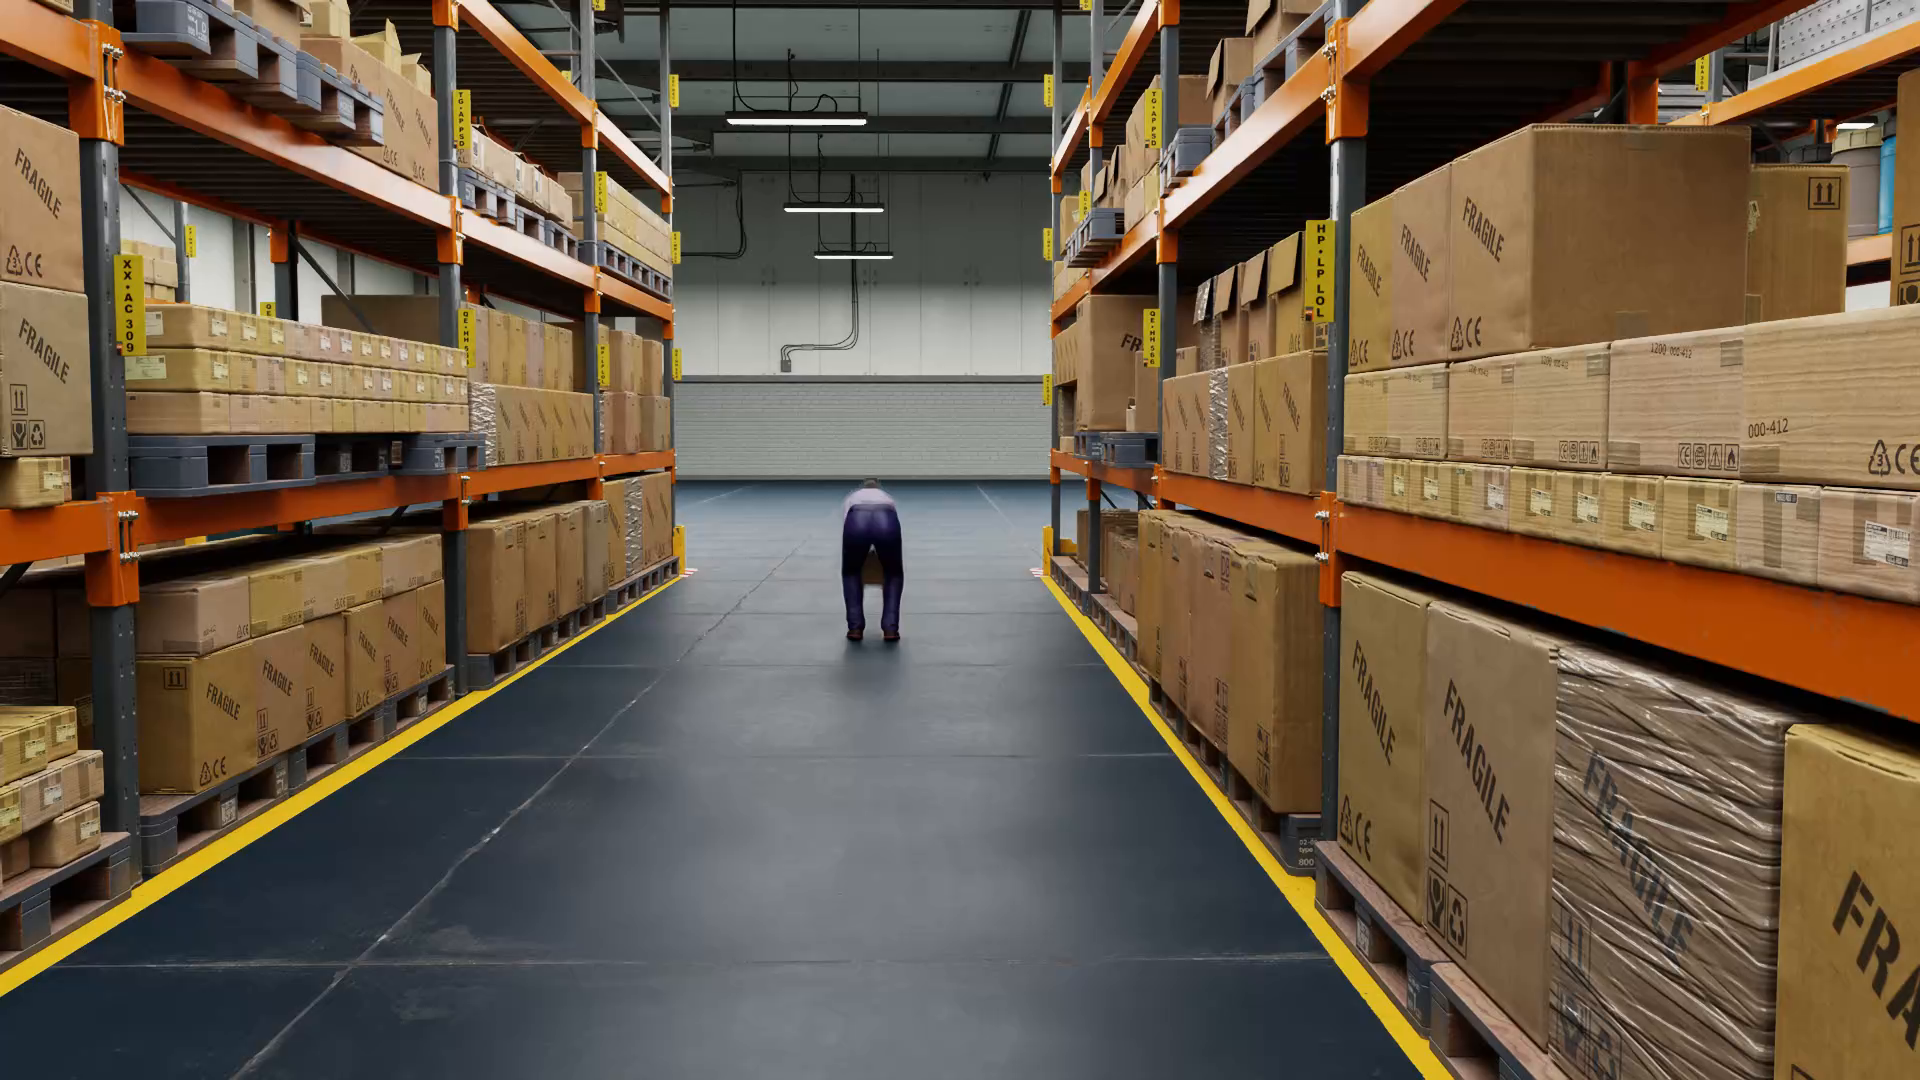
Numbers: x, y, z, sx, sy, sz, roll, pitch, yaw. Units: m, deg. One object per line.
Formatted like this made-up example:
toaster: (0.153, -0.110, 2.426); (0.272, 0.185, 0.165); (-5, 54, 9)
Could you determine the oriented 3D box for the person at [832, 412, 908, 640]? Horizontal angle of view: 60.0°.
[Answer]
person: (-0.651, -0.100, 12.048); (0.555, 1.650, 0.412); (0, 4, -5)
